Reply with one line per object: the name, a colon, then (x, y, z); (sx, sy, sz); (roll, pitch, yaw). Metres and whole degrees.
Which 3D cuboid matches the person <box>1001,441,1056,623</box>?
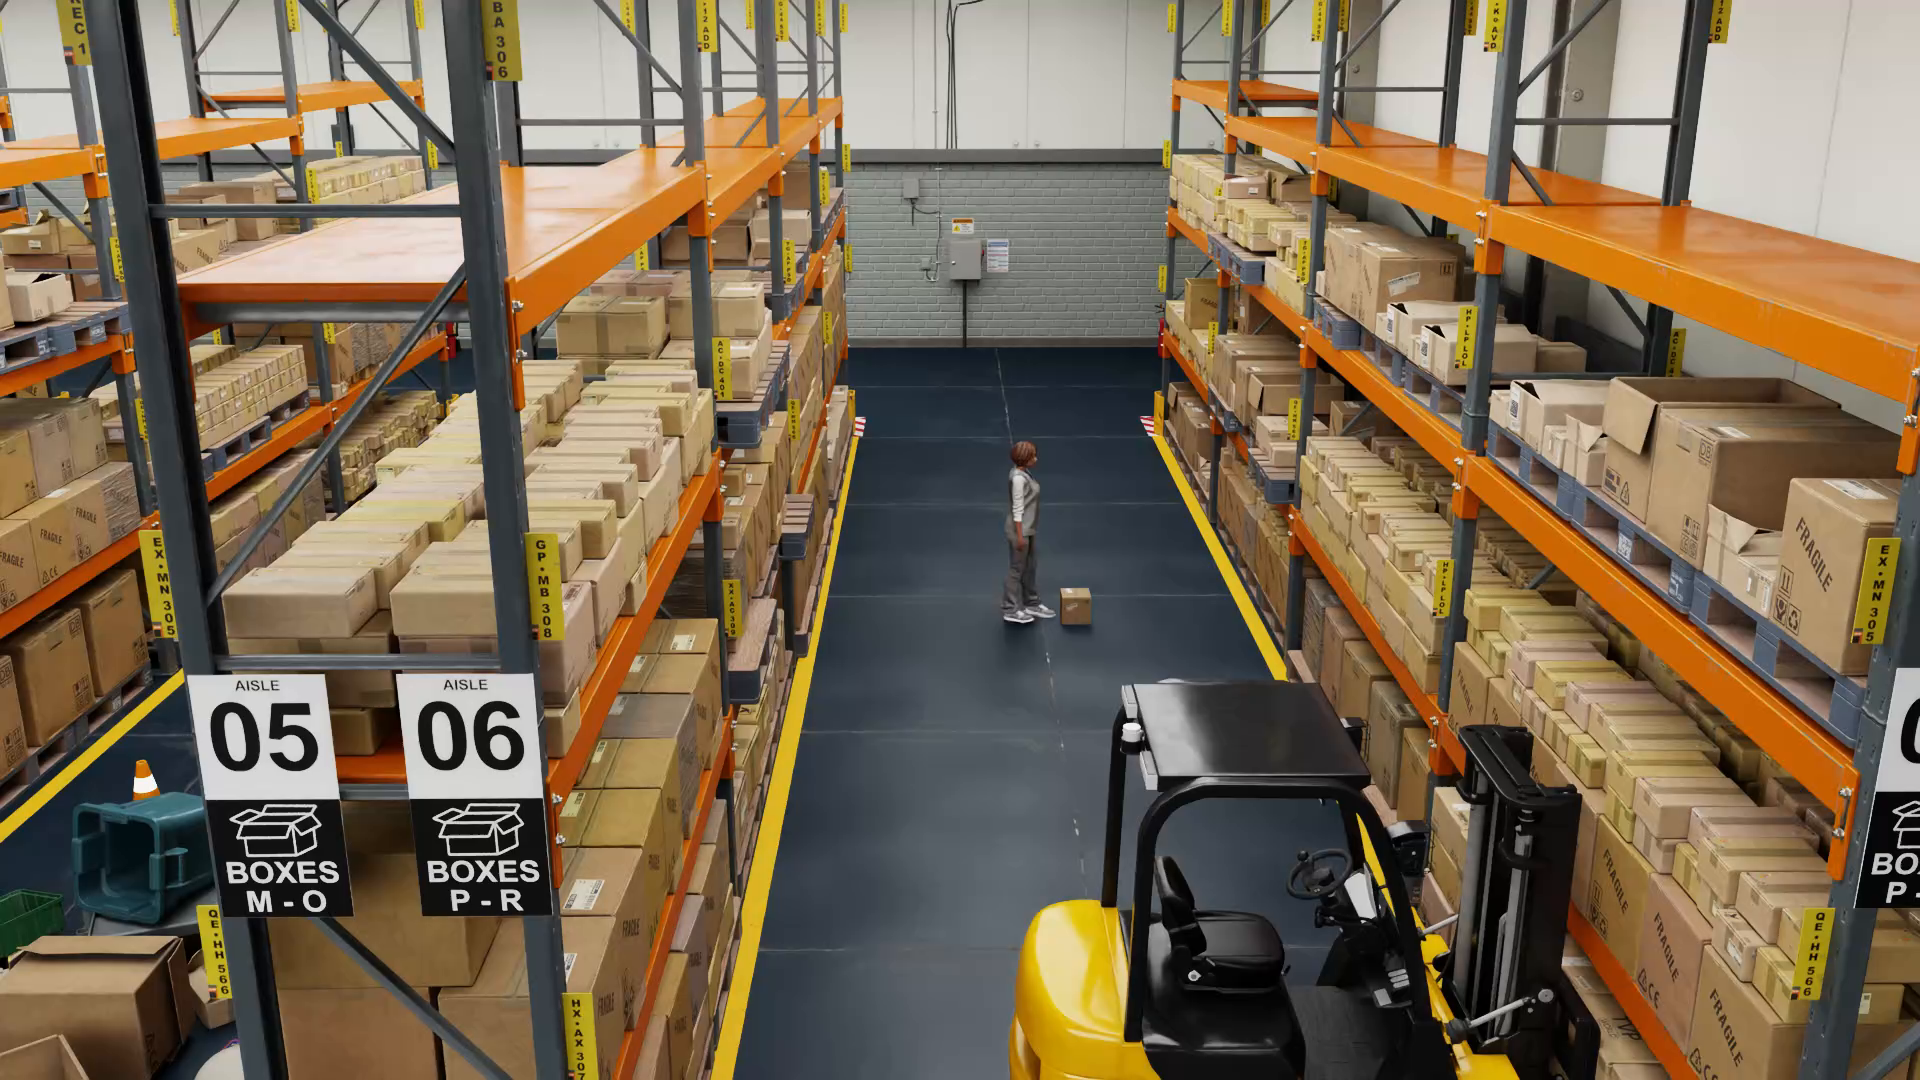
person: (0.588, -0.058, 14.237); (0.473, 1.615, 0.441); (2, 18, 6)
